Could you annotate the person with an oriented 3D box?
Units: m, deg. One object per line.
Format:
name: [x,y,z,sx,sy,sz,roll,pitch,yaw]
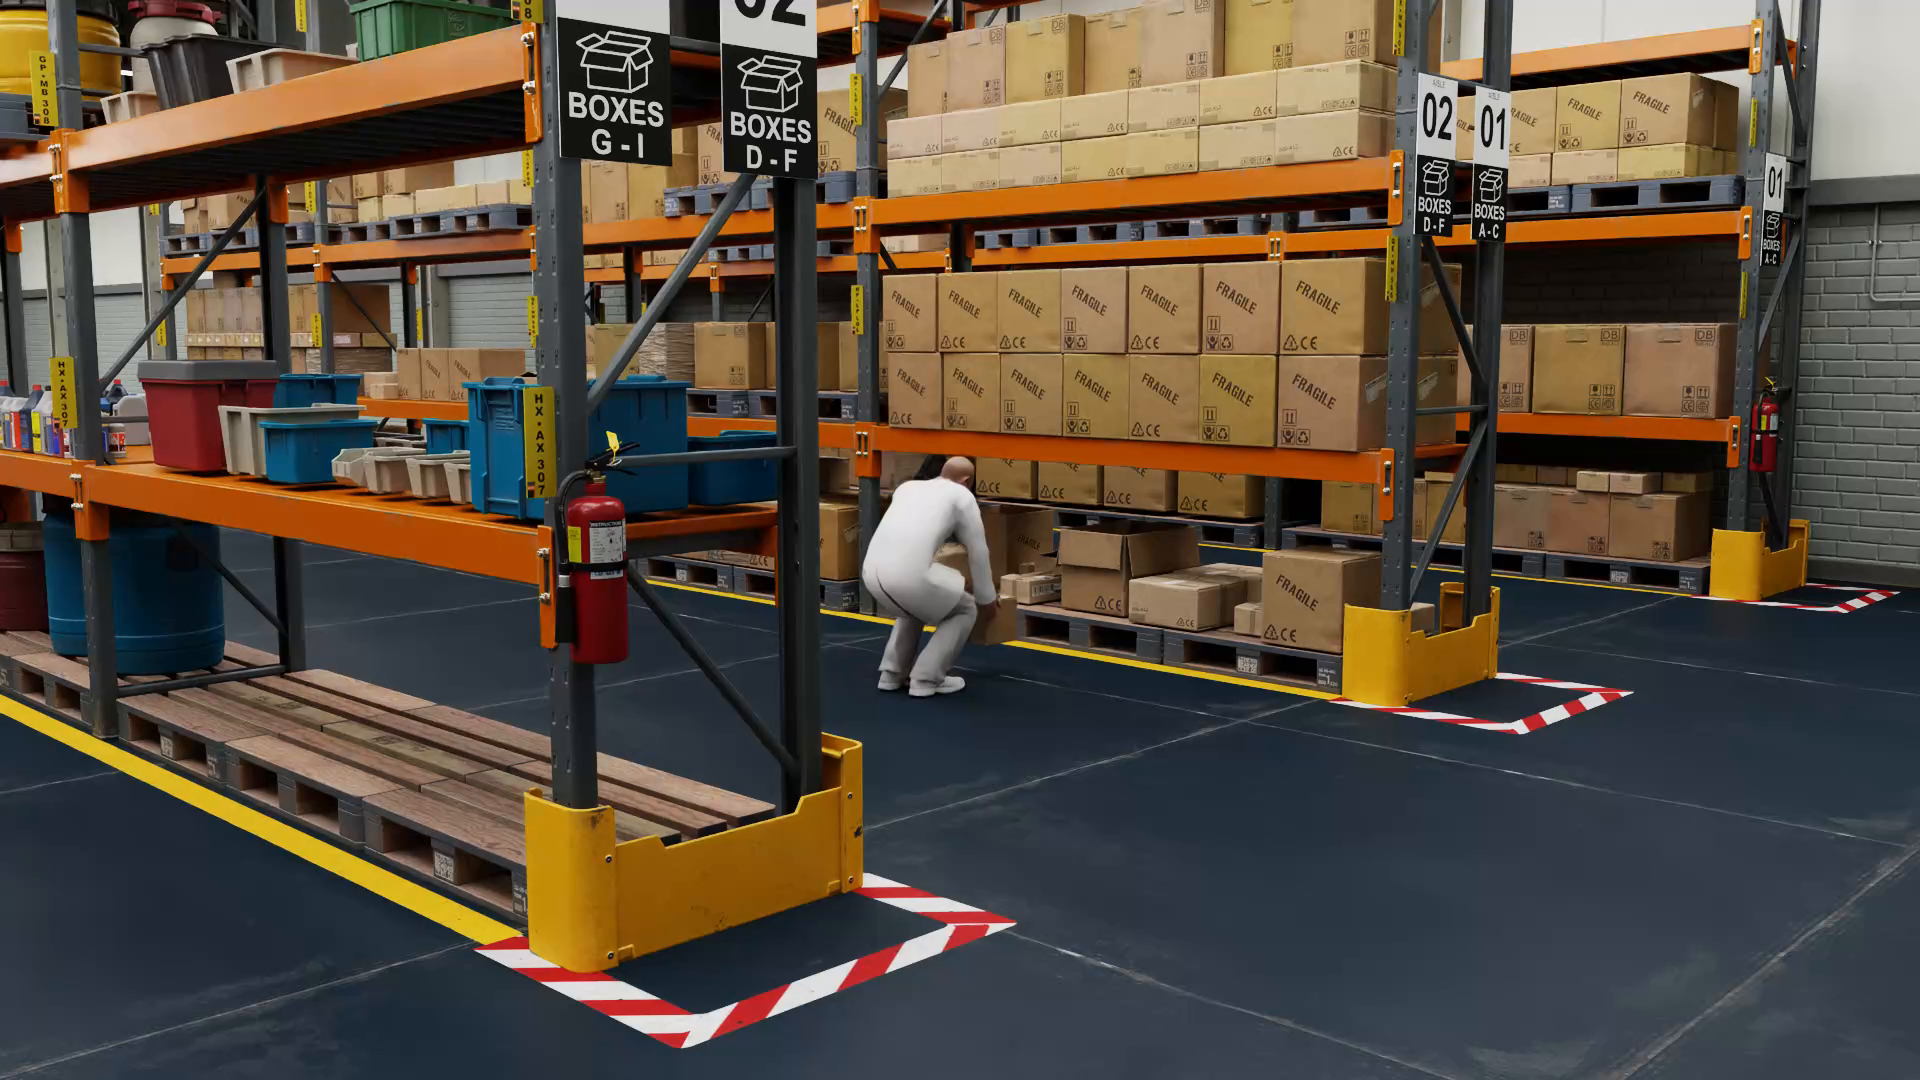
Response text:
person: [-0.195,0.184,9.002,0.631,1.249,0.797,7,9,43]
